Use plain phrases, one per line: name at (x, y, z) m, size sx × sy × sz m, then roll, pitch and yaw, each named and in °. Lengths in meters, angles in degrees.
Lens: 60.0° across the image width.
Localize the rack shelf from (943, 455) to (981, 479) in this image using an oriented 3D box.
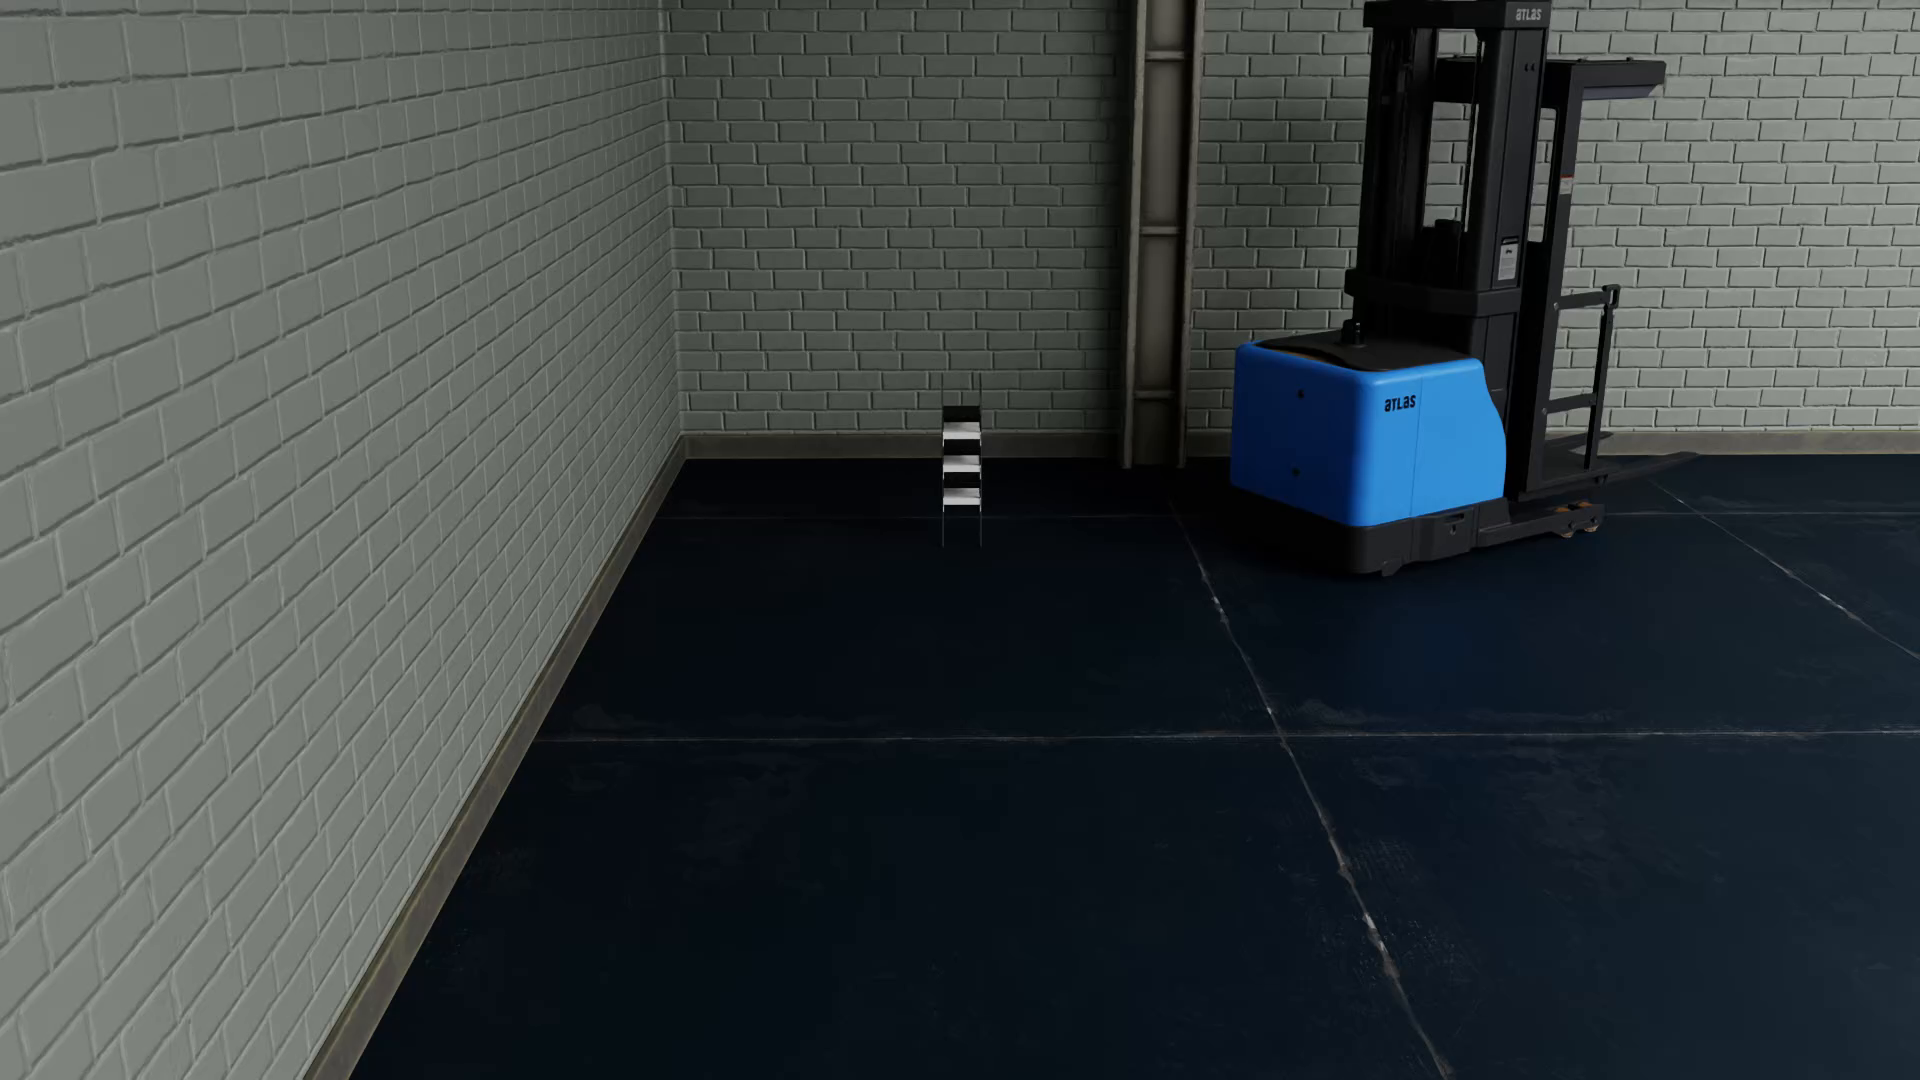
rack shelf at (0.008, -0.397, 8.920) m, size 0.200 × 0.077 × 0.258 m, roll 0°, pitch 18°, yaw -1°

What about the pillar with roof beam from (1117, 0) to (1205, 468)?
pillar with roof beam at (1.283, -3.468, 5.127) m, size 0.400 × 9.000 × 9.100 m, roll 0°, pitch 18°, yaw -1°

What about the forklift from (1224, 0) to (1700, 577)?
forklift at (2.956, -1.530, 9.019) m, size 3.031 × 2.935 × 1.130 m, roll -11°, pitch 21°, yaw -31°

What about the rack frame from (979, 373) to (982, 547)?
rack frame at (0.110, -0.429, 8.912) m, size 0.006 × 0.900 × 0.240 m, roll 0°, pitch 18°, yaw -1°

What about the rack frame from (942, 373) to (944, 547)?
rack frame at (-0.094, -0.428, 8.909) m, size 0.006 × 0.900 × 0.240 m, roll 0°, pitch 18°, yaw -1°

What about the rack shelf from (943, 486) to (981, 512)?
rack shelf at (0.008, -0.225, 8.975) m, size 0.200 × 0.077 × 0.258 m, roll 0°, pitch 18°, yaw -1°

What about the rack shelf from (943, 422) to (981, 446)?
rack shelf at (0.008, -0.568, 8.865) m, size 0.200 × 0.077 × 0.258 m, roll 0°, pitch 18°, yaw -1°

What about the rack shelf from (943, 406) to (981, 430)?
rack shelf at (0.008, -0.654, 8.838) m, size 0.200 × 0.077 × 0.258 m, roll 0°, pitch 18°, yaw -1°

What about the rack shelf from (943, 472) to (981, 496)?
rack shelf at (0.008, -0.311, 8.948) m, size 0.200 × 0.077 × 0.258 m, roll 0°, pitch 18°, yaw -1°

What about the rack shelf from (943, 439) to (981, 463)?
rack shelf at (0.008, -0.482, 8.893) m, size 0.200 × 0.077 × 0.258 m, roll 0°, pitch 18°, yaw -1°

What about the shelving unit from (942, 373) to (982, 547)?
shelving unit at (0.008, -0.429, 8.910) m, size 0.210 × 0.900 × 0.258 m, roll 0°, pitch 18°, yaw -1°
